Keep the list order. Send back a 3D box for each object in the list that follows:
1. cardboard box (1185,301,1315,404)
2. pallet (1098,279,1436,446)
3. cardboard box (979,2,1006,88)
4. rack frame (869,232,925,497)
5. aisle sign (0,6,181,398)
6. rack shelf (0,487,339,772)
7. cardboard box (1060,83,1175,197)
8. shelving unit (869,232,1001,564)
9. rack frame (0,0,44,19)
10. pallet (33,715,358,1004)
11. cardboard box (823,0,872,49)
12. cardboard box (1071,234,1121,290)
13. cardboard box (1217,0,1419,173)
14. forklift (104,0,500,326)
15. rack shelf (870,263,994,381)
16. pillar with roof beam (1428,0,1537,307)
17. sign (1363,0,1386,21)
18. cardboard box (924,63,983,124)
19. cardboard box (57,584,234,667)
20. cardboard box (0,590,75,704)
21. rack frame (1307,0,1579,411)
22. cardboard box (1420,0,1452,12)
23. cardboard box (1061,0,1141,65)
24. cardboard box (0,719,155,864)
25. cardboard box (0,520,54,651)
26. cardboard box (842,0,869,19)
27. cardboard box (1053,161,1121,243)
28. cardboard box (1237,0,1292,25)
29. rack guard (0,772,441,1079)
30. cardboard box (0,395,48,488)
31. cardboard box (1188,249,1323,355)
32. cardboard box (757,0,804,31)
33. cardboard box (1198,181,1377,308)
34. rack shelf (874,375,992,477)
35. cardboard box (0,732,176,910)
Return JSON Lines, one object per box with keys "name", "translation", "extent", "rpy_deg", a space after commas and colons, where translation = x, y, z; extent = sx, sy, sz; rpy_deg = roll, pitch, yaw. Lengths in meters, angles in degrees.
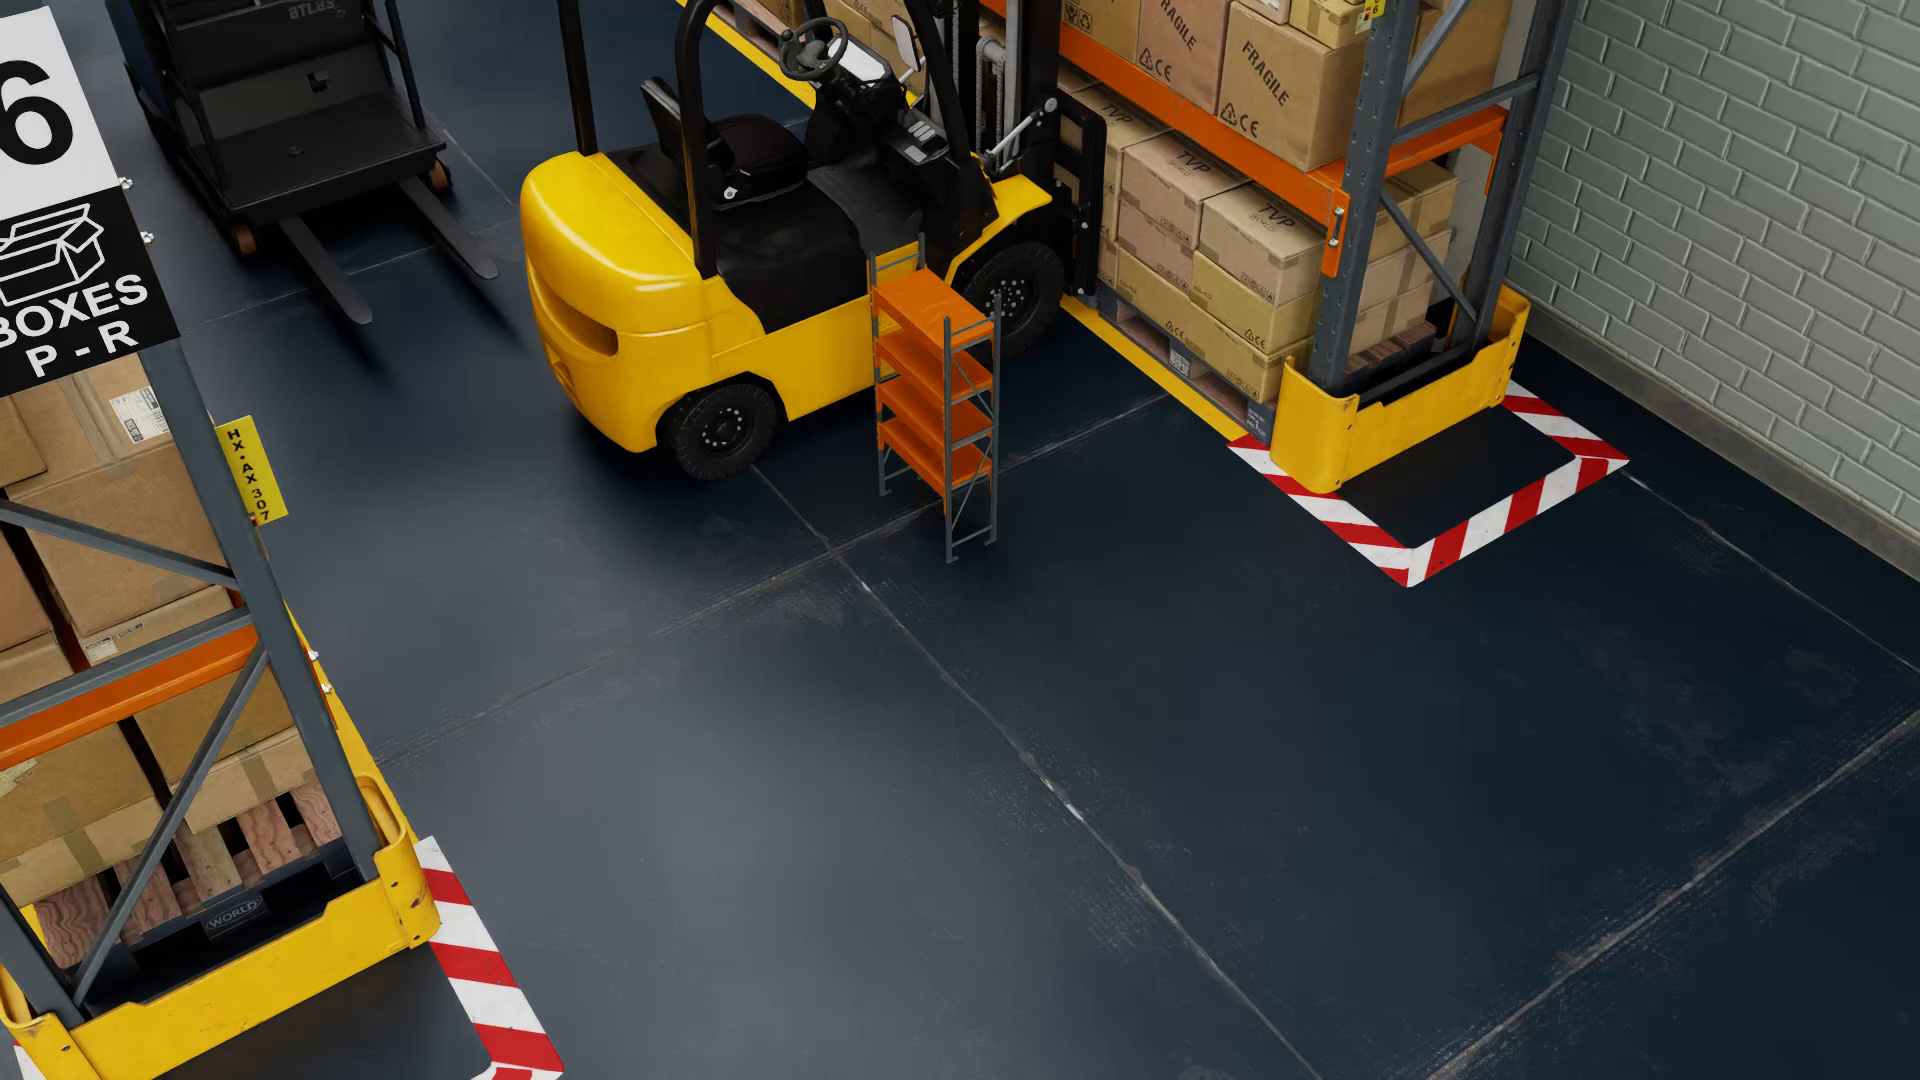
{"name": "cardboard box", "translation": [1.335, -0.899, 7.207], "extent": [0.500, 0.250, 0.500], "rpy_deg": [-25, 49, -24]}
{"name": "pallet", "translation": [1.391, -1.009, 7.654], "extent": [1.003, 0.211, 1.213], "rpy_deg": [-26, 49, -24]}
{"name": "cardboard box", "translation": [0.173, -2.416, 8.072], "extent": [0.500, 0.250, 0.500], "rpy_deg": [-24, 49, -23]}
{"name": "rack frame", "translation": [-0.234, -0.666, 6.579], "extent": [0.240, 1.200, 0.015], "rpy_deg": [-26, 49, -24]}
{"name": "aisle sign", "translation": [-1.916, -0.665, 3.392], "extent": [0.394, 0.787, 0.004], "rpy_deg": [-26, 49, -24]}
{"name": "rack shelf", "translation": [-3.350, -0.510, 5.633], "extent": [1.077, 0.370, 4.000], "rpy_deg": [-26, 49, -24]}
{"name": "cardboard box", "translation": [0.750, -1.826, 7.453], "extent": [0.500, 0.250, 0.500], "rpy_deg": [-25, 49, -24]}
{"name": "shelving unit", "translation": [-0.095, -0.528, 6.434], "extent": [0.258, 1.200, 0.503], "rpy_deg": [-26, 49, -24]}
{"name": "rack frame", "translation": [-2.206, -1.808, 2.127], "extent": [1.000, 3.000, 0.127], "rpy_deg": [-26, 49, -24]}
{"name": "pallet", "translation": [-2.685, 0.854, 5.703], "extent": [1.003, 0.211, 1.213], "rpy_deg": [-26, 49, -24]}
{"name": "cardboard box", "translation": [-0.402, -2.808, 8.845], "extent": [0.500, 0.250, 0.500], "rpy_deg": [-26, 49, -25]}
{"name": "cardboard box", "translation": [0.780, -1.472, 7.806], "extent": [0.500, 0.250, 0.500], "rpy_deg": [-25, 49, -24]}
{"name": "cardboard box", "translation": [1.366, -1.812, 6.403], "extent": [0.500, 0.500, 0.500], "rpy_deg": [-27, 50, -25]}
{"name": "forklift", "translation": [-3.286, -2.842, 7.604], "extent": [1.130, 2.935, 3.031], "rpy_deg": [-26, 50, -25]}
{"name": "rack shelf", "translation": [-0.095, -0.812, 6.163], "extent": [0.258, 0.148, 0.480], "rpy_deg": [-26, 49, -24]}
{"name": "pillar with roof beam", "translation": [-1.327, -2.820, 3.187], "extent": [9.100, 9.000, 0.400], "rpy_deg": [-26, 49, -24]}
{"name": "sign", "translation": [1.410, -1.899, 5.556], "extent": [0.100, 0.325, 0.005], "rpy_deg": [-26, 49, -24]}
{"name": "cardboard box", "translation": [0.166, -2.235, 8.244], "extent": [0.500, 0.250, 0.500], "rpy_deg": [-26, 50, -25]}
{"name": "cardboard box", "translation": [-2.230, 0.179, 4.572], "extent": [0.380, 0.149, 0.250], "rpy_deg": [-26, 49, -24]}
{"name": "cardboard box", "translation": [-2.595, 0.326, 4.418], "extent": [0.380, 0.149, 0.250], "rpy_deg": [-24, 49, -23]}
{"name": "rack frame", "translation": [1.863, -1.601, 6.254], "extent": [1.000, 3.000, 0.127], "rpy_deg": [-26, 49, -24]}
{"name": "cardboard box", "translation": [1.882, -2.166, 6.304], "extent": [0.380, 0.149, 0.250], "rpy_deg": [-27, 50, -25]}
{"name": "cardboard box", "translation": [0.784, -2.399, 7.019], "extent": [0.500, 0.500, 0.500], "rpy_deg": [-27, 50, -25]}
{"name": "cardboard box", "translation": [-2.878, 0.583, 5.111], "extent": [0.500, 0.500, 0.500], "rpy_deg": [-25, 49, -24]}
{"name": "cardboard box", "translation": [-2.742, 0.020, 4.269], "extent": [0.500, 0.500, 0.500], "rpy_deg": [-27, 50, -25]}
{"name": "cardboard box", "translation": [-0.406, -2.987, 8.670], "extent": [0.500, 0.250, 0.500], "rpy_deg": [-26, 50, -25]}
{"name": "cardboard box", "translation": [0.738, -1.663, 7.645], "extent": [0.500, 0.250, 0.500], "rpy_deg": [-27, 50, -25]}
{"name": "cardboard box", "translation": [1.264, -2.090, 6.225], "extent": [0.380, 0.149, 0.250], "rpy_deg": [-25, 49, -24]}
{"name": "rack guard", "translation": [-2.249, 1.223, 5.106], "extent": [1.175, 0.500, 0.348], "rpy_deg": [-26, 49, -24]}
{"name": "cardboard box", "translation": [-2.677, -0.346, 3.928], "extent": [0.700, 0.500, 0.500], "rpy_deg": [-27, 50, -25]}
{"name": "cardboard box", "translation": [1.328, -1.091, 7.046], "extent": [0.500, 0.250, 0.500], "rpy_deg": [-26, 50, -25]}
{"name": "cardboard box", "translation": [-0.733, -3.450, 9.607], "extent": [0.875, 0.625, 0.625], "rpy_deg": [-24, 48, -23]}
{"name": "cardboard box", "translation": [1.344, -1.257, 6.858], "extent": [0.500, 0.250, 0.500], "rpy_deg": [-24, 49, -23]}
{"name": "rack shelf", "translation": [-0.095, -0.479, 6.480], "extent": [0.258, 0.148, 0.480], "rpy_deg": [-26, 49, -24]}
{"name": "cardboard box", "translation": [-2.903, 0.840, 5.385], "extent": [0.500, 0.250, 0.500], "rpy_deg": [-26, 49, -25]}
